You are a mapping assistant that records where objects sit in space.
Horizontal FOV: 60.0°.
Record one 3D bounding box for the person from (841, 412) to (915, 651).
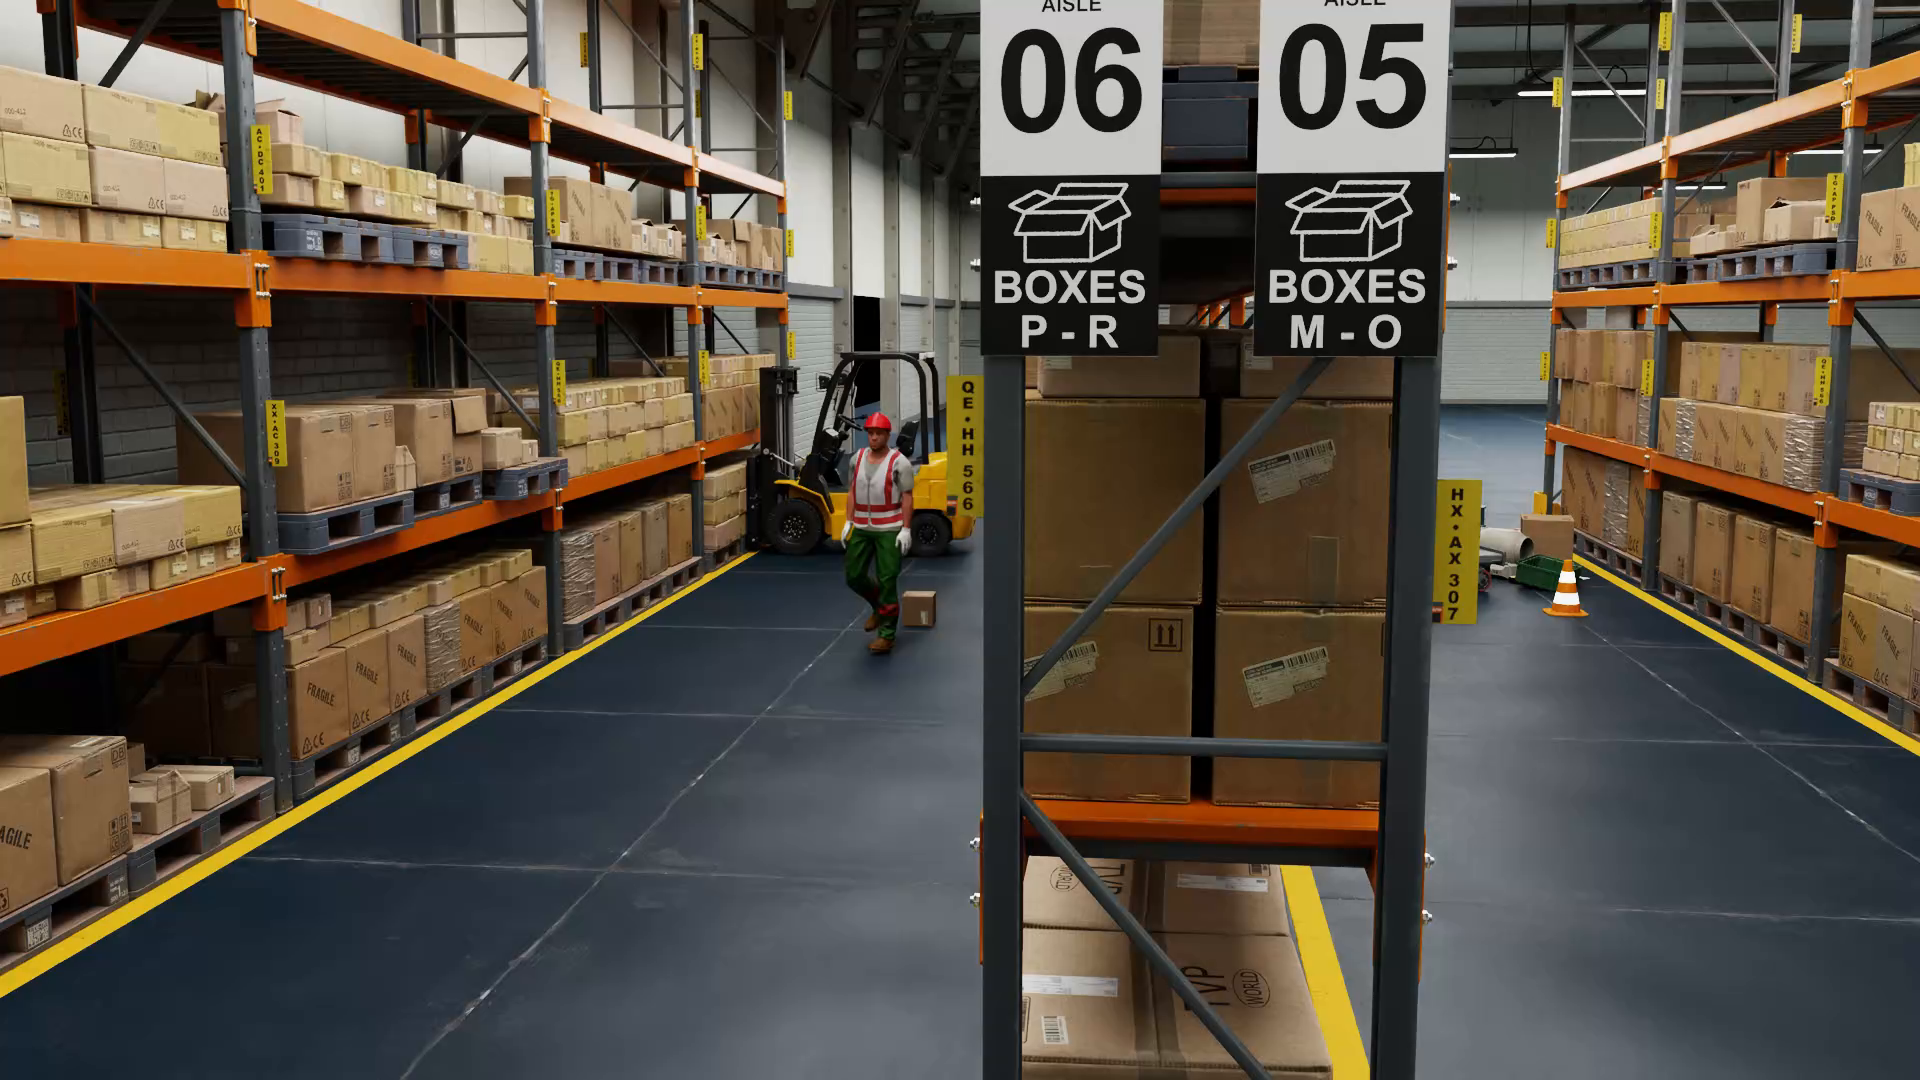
[{"bbox_3d":[-0.594,-0.078,12.601,0.574,1.788,0.611,3,8,23],"label":"person"}]
